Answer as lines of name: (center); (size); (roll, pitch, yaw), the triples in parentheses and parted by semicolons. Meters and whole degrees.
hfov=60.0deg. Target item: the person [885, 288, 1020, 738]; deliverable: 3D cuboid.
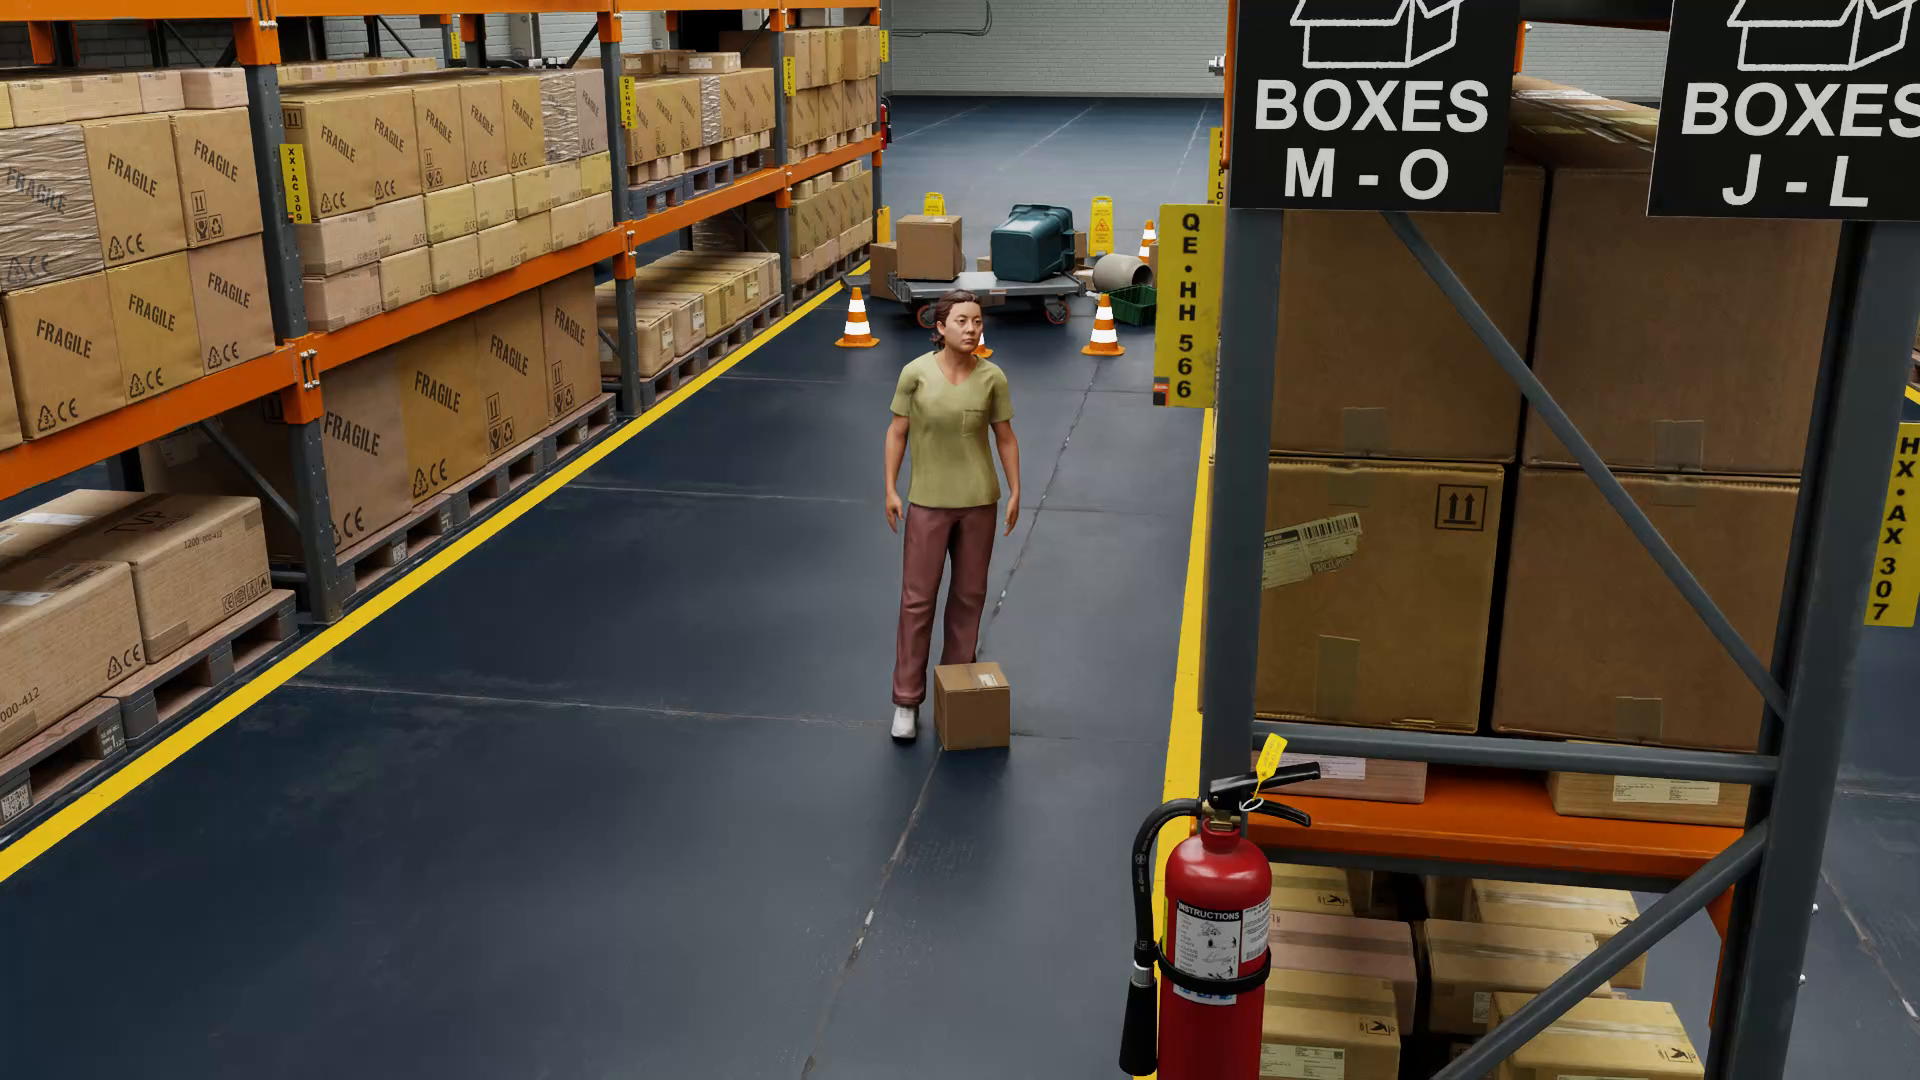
person: (-0.024, -0.112, 6.372); (0.552, 1.675, 0.548); (-3, 18, -9)
